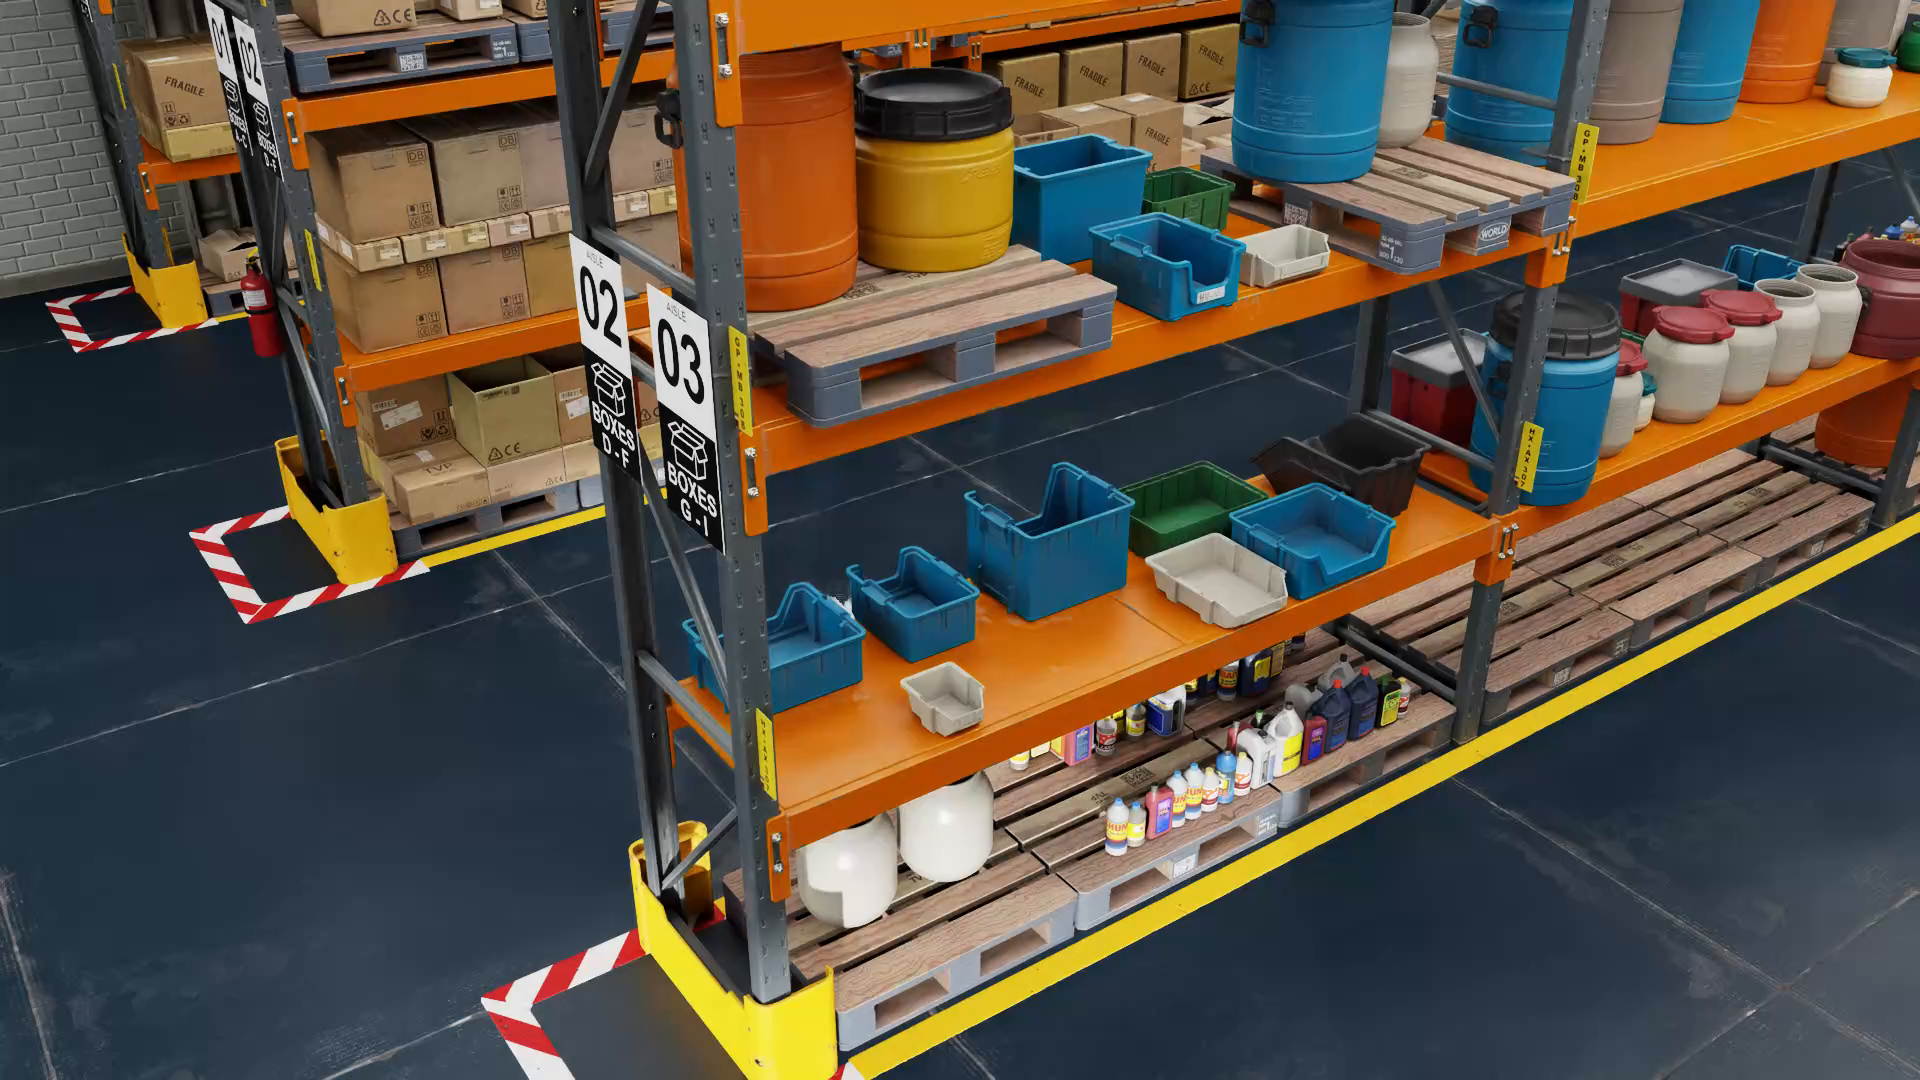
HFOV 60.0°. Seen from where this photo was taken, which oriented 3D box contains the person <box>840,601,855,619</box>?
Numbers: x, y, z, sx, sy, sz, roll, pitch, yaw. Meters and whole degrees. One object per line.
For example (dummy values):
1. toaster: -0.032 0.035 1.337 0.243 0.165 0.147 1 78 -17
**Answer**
1. person: -0.593 0.682 8.350 0.461 0.812 0.908 19 34 30
